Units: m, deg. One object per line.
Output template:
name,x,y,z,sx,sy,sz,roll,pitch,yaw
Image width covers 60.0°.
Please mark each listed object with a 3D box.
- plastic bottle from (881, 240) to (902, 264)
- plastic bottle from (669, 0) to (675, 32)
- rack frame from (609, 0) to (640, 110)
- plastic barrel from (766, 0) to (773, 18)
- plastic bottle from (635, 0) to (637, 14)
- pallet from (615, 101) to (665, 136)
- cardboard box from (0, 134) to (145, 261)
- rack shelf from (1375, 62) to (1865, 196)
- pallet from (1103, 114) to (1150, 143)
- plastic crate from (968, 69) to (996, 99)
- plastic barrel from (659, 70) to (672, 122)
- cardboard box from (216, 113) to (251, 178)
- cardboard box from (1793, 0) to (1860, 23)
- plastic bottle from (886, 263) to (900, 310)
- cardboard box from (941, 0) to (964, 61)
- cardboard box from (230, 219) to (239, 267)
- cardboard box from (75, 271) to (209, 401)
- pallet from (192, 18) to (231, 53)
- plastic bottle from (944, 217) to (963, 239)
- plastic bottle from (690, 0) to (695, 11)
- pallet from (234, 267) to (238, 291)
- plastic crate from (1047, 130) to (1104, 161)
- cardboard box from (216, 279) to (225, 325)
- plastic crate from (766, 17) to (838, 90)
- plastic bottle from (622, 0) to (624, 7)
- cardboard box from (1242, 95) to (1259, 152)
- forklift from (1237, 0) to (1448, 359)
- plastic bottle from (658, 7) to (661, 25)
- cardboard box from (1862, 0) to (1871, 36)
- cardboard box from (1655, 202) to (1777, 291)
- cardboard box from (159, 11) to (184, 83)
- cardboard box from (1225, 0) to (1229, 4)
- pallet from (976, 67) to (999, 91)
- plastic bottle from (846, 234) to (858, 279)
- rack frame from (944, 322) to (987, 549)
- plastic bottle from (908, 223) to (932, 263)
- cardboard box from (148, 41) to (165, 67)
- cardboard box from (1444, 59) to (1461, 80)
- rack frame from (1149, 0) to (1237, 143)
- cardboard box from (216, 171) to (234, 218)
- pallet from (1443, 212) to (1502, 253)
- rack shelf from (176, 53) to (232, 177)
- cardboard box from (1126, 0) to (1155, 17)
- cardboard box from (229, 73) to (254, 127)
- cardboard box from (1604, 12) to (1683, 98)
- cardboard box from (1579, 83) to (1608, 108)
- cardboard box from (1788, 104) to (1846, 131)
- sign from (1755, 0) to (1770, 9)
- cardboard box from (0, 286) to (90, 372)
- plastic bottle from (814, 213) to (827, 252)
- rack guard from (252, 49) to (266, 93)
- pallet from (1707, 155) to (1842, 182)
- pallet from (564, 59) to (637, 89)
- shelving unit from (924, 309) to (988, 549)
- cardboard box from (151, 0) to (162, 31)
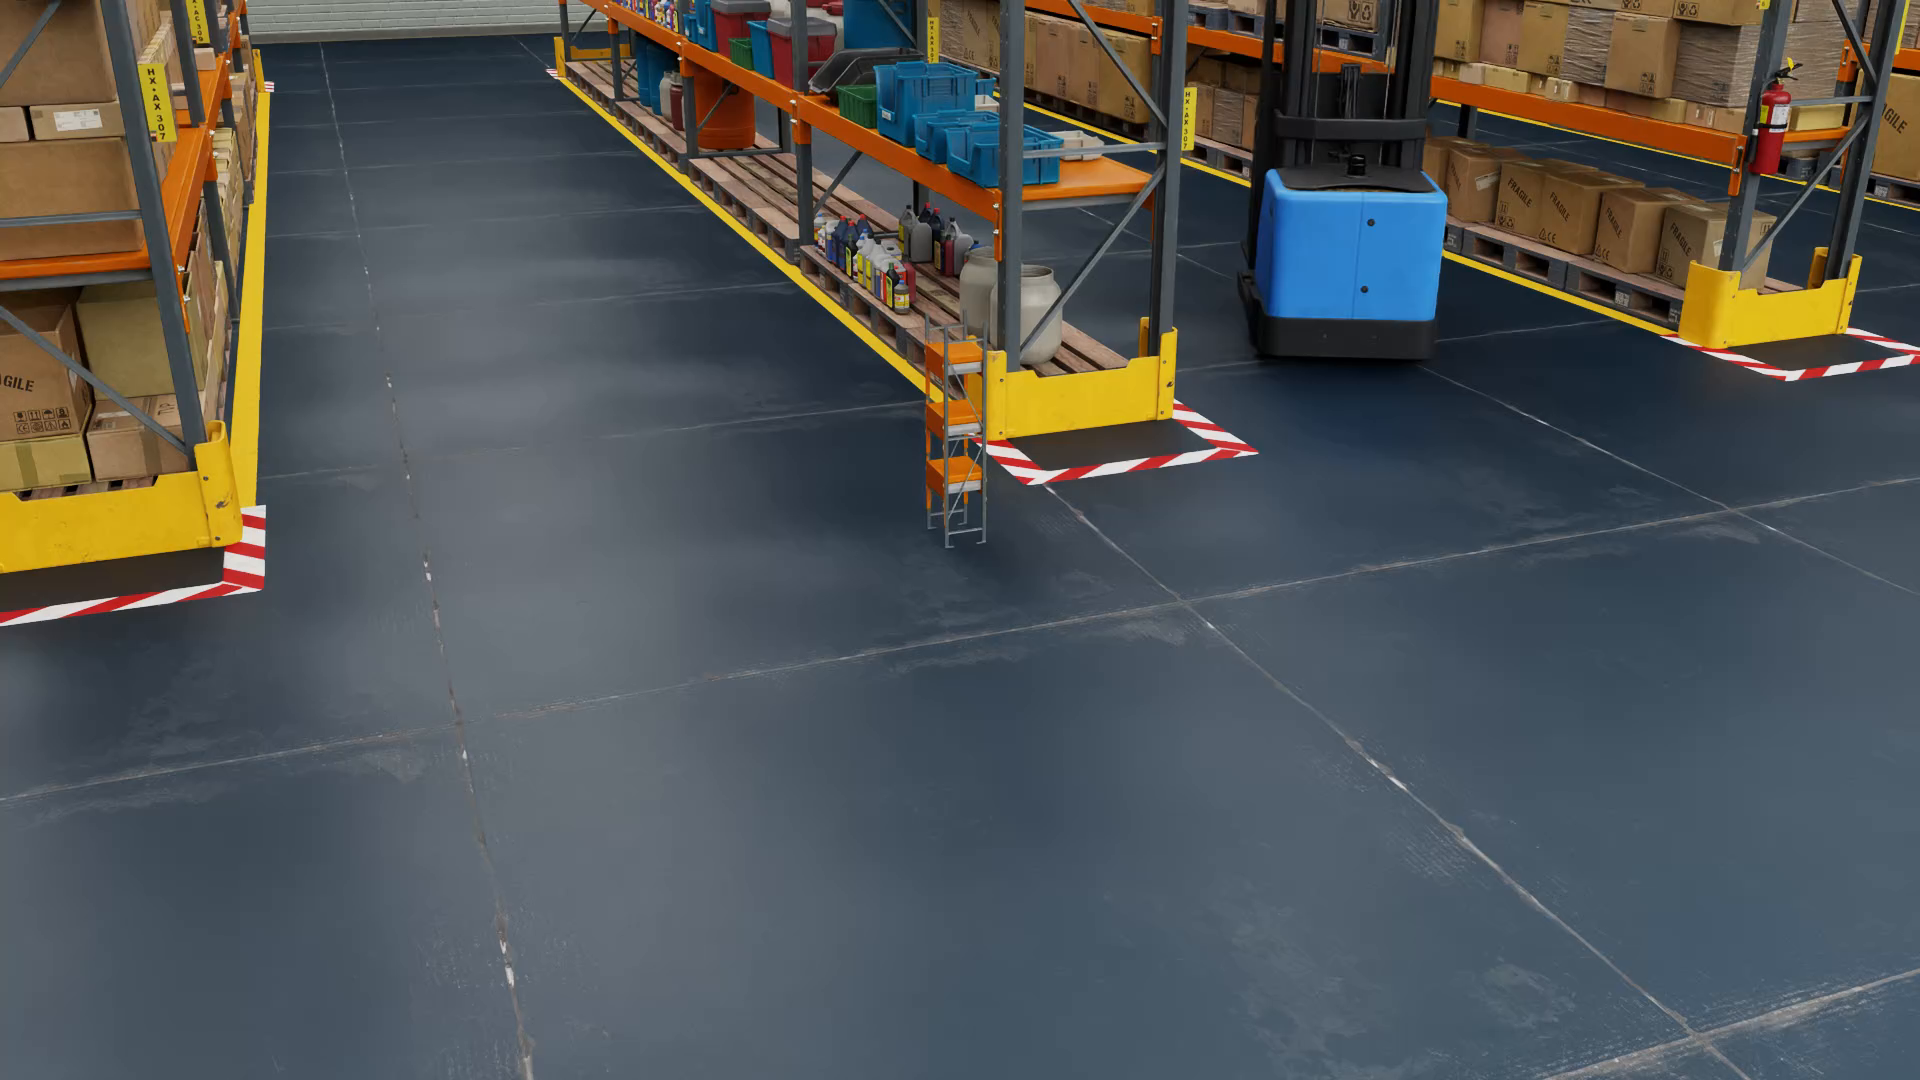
plastic bottle,-0.481,-1.891,11.316,0.152,0.276,0.135,-8,24,-19
plastic bottle,-2.762,-5.060,16.042,0.061,0.283,0.133,-8,24,-19
rack frame,-3.551,-6.394,19.059,1.000,3.000,0.127,-8,24,-19
plastic barrel,-1.575,-4.648,14.772,0.421,0.512,0.421,0,23,0
plastic bottle,-3.402,-5.700,17.668,0.097,0.201,0.097,0,23,0
pallet,-3.317,-4.823,18.922,1.003,0.211,1.213,-8,24,-19
cardboard box,-4.100,-1.573,7.492,0.700,0.500,0.500,-8,24,-19
rack shelf,4.615,-3.109,12.191,1.077,0.370,4.000,-8,24,-19
pallet,2.288,-4.632,18.469,1.003,0.211,1.213,-8,24,-19
plastic crate,-0.080,-3.054,11.326,0.499,0.251,0.616,-8,24,-19
plastic barrel,-3.009,-4.767,17.860,0.421,0.512,0.421,0,23,0
cardboard box,-6.667,-3.518,14.887,0.500,0.500,0.500,-7,24,-17
cardboard box,5.382,-3.595,10.618,0.500,0.500,0.500,-8,24,-19
plastic bottle,-0.429,-1.632,10.692,0.061,0.283,0.133,-8,24,-18
cardboard box,0.292,-7.190,23.141,0.875,0.875,0.875,-8,24,-19
cardboard box,-5.450,-2.102,11.875,0.500,0.250,0.500,-8,24,-18
cardboard box,-4.107,-1.035,8.377,0.500,0.500,0.500,-8,24,-19
pallet,-7.078,-4.411,14.600,1.213,0.211,1.003,-8,24,-19
plastic bottle,-0.046,-2.088,11.686,0.144,0.351,0.185,-8,24,-19
plastic bottle,-2.865,-5.848,17.927,0.097,0.271,0.097,0,23,0
pallet,-5.657,-1.787,11.717,1.003,0.211,1.213,-8,24,-19
plastic crate,0.673,-2.282,9.642,0.298,0.136,0.250,-8,24,-19
cardboard box,-4.825,-1.414,10.243,0.500,0.250,0.500,-8,24,-19
plastic crate,-1.182,-3.651,12.468,0.402,0.464,0.583,-8,24,-19
plastic bottle,-3.681,-6.020,18.337,0.097,0.271,0.097,0,23,0
cardboard box,3.166,-4.026,16.092,0.700,0.500,0.500,-6,24,-15
forklift,2.522,-2.991,11.072,1.130,2.935,3.031,2,23,5
plastic bottle,-2.957,-5.243,16.583,0.097,0.201,0.097,0,23,0
cardboard box,8.651,-5.085,15.824,0.500,0.500,0.500,-8,24,-18
cardboard box,5.117,-1.985,11.274,0.500,0.500,0.500,-4,23,-9
cardboard box,-6.165,-3.701,12.541,0.500,0.500,0.500,-10,25,-22
cardboard box,3.015,-5.480,16.221,0.700,0.500,0.500,-5,23,-11
pallet,0.887,-6.076,21.894,1.003,0.211,1.213,-8,24,-19
plastic bottle,-0.742,-1.954,11.455,0.061,0.283,0.133,-7,24,-17
rack frame,0.024,-0.459,7.487,0.200,1.050,0.008,-8,24,-19
plastic bottle,-0.290,-2.142,11.909,0.152,0.276,0.135,-8,24,-19
cardboard box,-4.706,-2.715,9.366,0.380,0.149,0.250,-8,24,-19
cardboard box,3.991,-3.663,12.902,0.380,0.149,0.250,-8,24,-19
rack frame,2.496,-5.621,17.223,1.000,3.000,0.127,-8,24,-19
cardboard box,-5.629,-2.549,12.213,0.500,0.311,0.500,-9,25,-21
pallet,4.179,-2.643,13.749,1.003,0.211,1.213,-8,24,-19
rack shelf,-6.067,-3.205,12.417,1.077,0.370,4.000,-8,24,-19
cardboard box,2.089,-5.812,17.549,0.500,0.500,0.500,-8,24,-17
cardboard box,-7.744,-4.627,17.518,0.500,0.500,0.500,-8,24,-19
cardboard box,4.864,-3.266,11.125,0.875,0.500,0.500,-8,24,-19
cardboard box,4.571,-3.125,11.626,0.380,0.149,0.250,-8,24,-19
cardboard box,5.444,-2.734,10.699,0.380,0.149,0.250,-8,24,-19
sign,4.795,-3.324,9.877,0.100,0.325,0.005,-8,24,-19
cardboard box,-4.782,-1.143,8.635,0.500,0.500,0.500,-8,24,-19
plastic bottle,-1.022,-2.257,12.190,0.097,0.271,0.097,0,23,0
rack guard,-9.573,-5.990,21.318,1.175,0.500,0.348,-8,24,-19
pallet,8.241,-3.796,16.485,1.003,0.211,1.213,-8,24,-19
pallet,-4.709,-6.258,22.326,1.003,0.211,1.213,-8,24,-19
shelving unit,-0.019,-0.503,7.592,0.215,1.050,0.252,-8,24,-19
cardboard box,-5.198,-3.293,9.902,0.700,0.500,0.500,-8,24,-19
